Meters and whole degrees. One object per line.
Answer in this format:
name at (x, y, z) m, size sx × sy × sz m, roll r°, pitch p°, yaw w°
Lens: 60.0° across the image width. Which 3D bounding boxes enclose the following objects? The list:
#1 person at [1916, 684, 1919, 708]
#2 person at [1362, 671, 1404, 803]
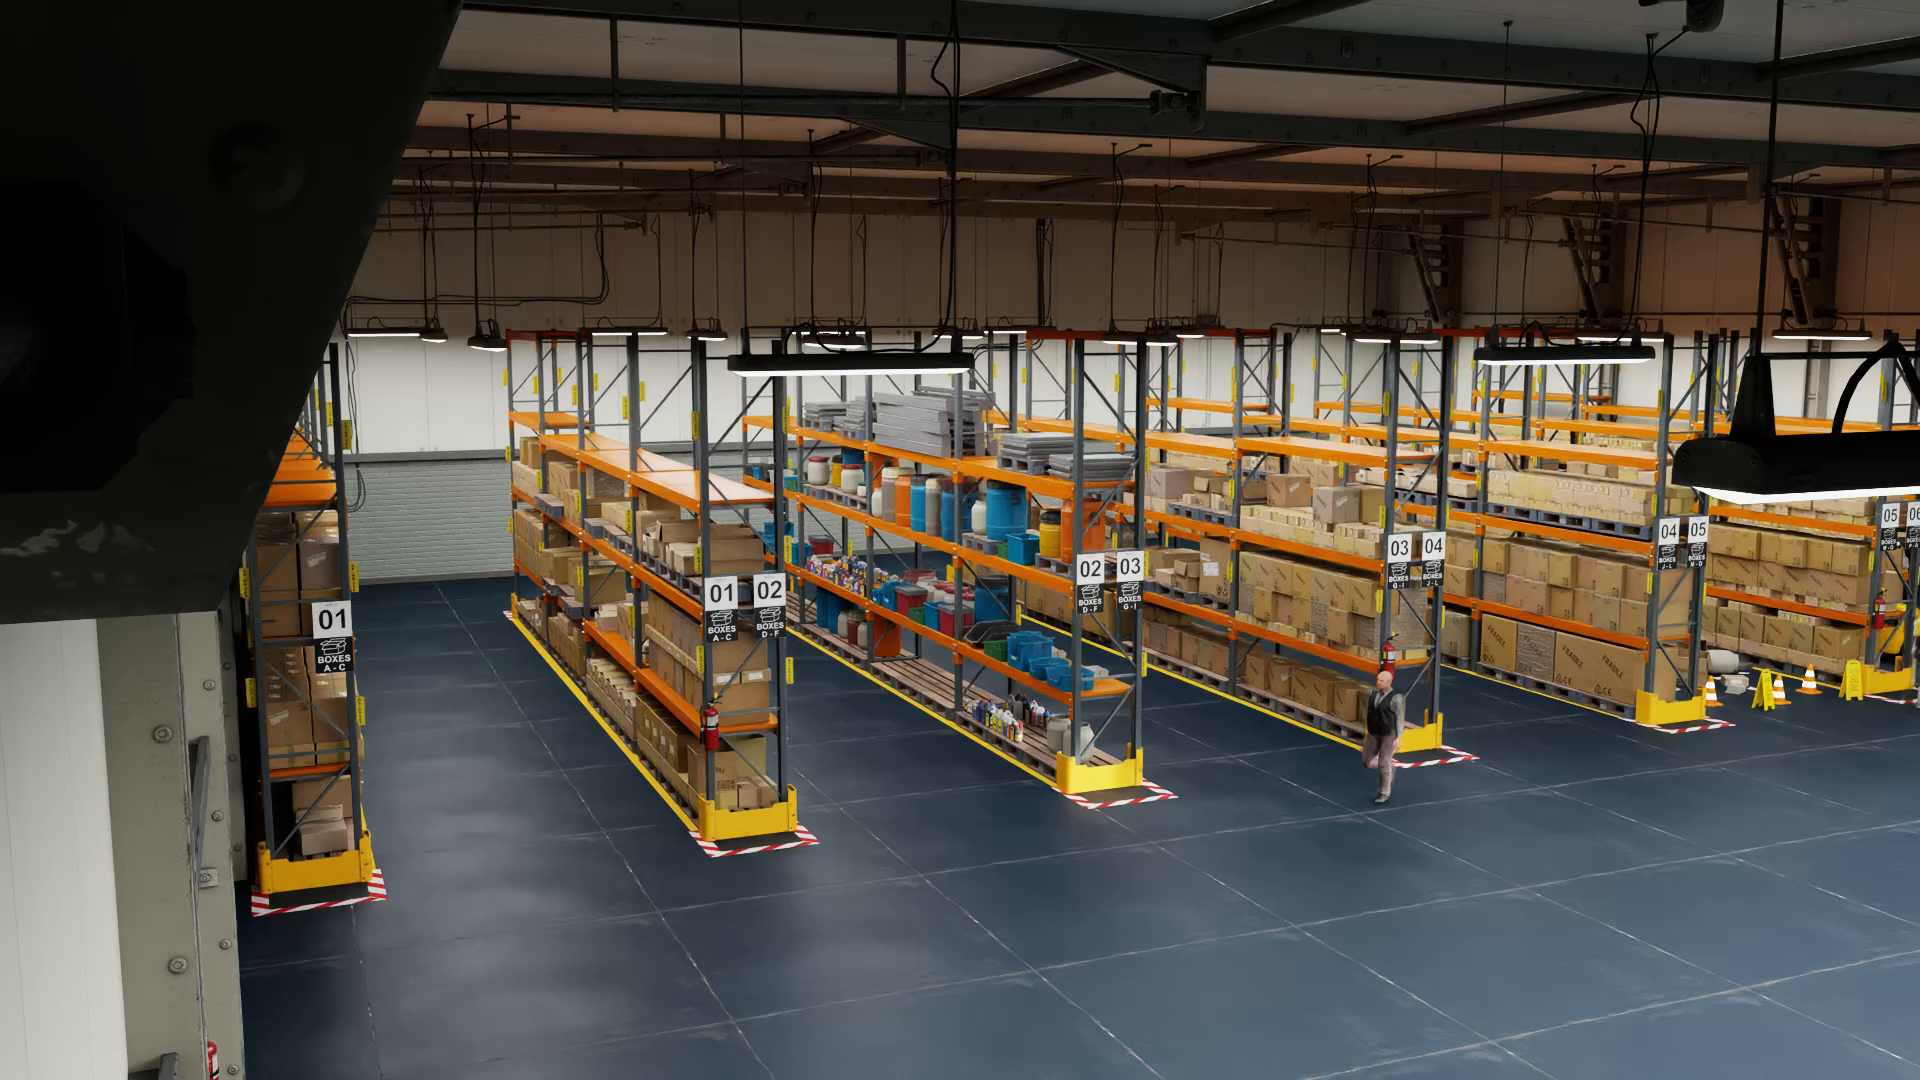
person at (15.721, 1.856, 26.613) m, size 0.966 × 1.691 × 0.613 m, roll -6°, pitch 10°, yaw -36°
person at (5.559, 2.537, 21.692) m, size 0.627 × 1.711 × 0.592 m, roll -6°, pitch 10°, yaw -36°
